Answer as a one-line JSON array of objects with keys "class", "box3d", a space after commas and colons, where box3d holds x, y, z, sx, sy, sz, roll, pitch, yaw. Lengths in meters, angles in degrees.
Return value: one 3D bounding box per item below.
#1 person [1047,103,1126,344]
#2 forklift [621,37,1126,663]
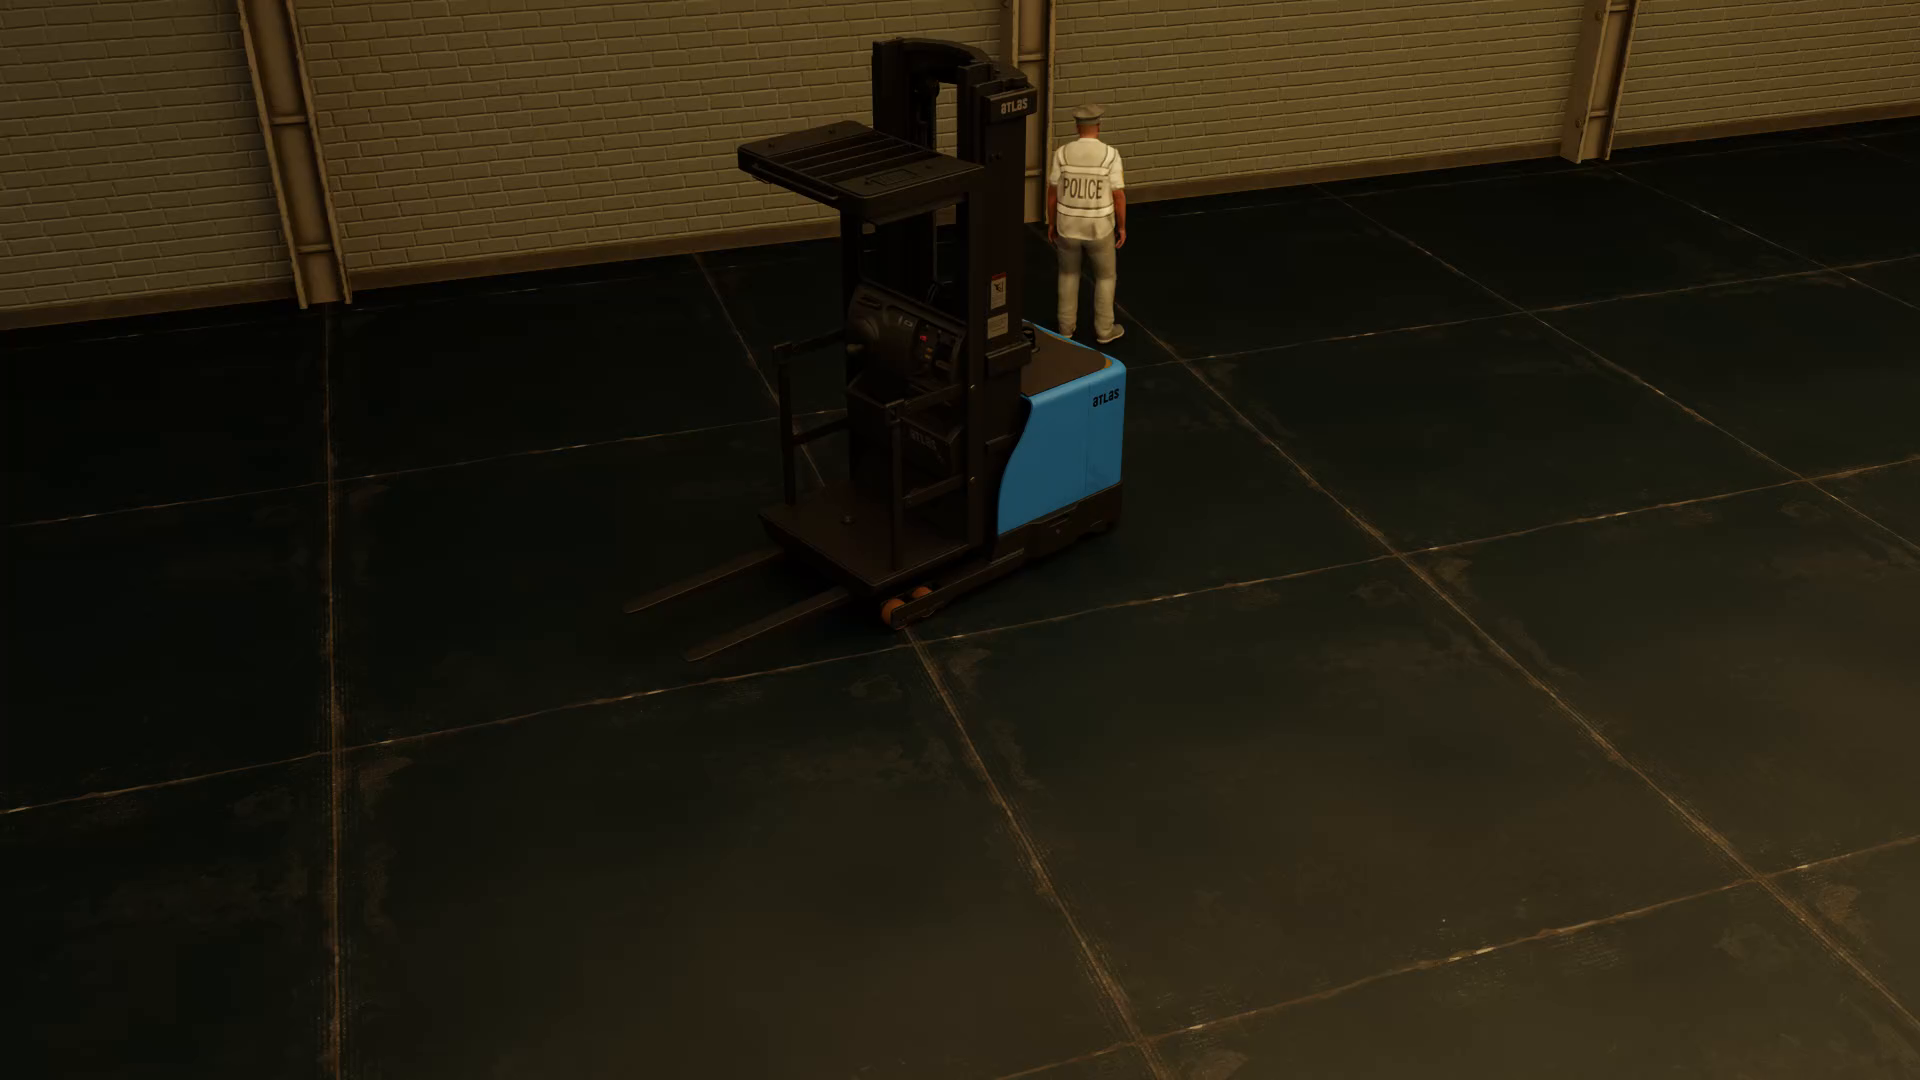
[{"class": "person", "box3d": [0.934, -2.309, 12.285, 0.600, 1.747, 0.443, 8, 31, 13]}, {"class": "forklift", "box3d": [-0.461, -1.072, 8.951, 3.031, 2.935, 1.130, -23, 37, -34]}]
